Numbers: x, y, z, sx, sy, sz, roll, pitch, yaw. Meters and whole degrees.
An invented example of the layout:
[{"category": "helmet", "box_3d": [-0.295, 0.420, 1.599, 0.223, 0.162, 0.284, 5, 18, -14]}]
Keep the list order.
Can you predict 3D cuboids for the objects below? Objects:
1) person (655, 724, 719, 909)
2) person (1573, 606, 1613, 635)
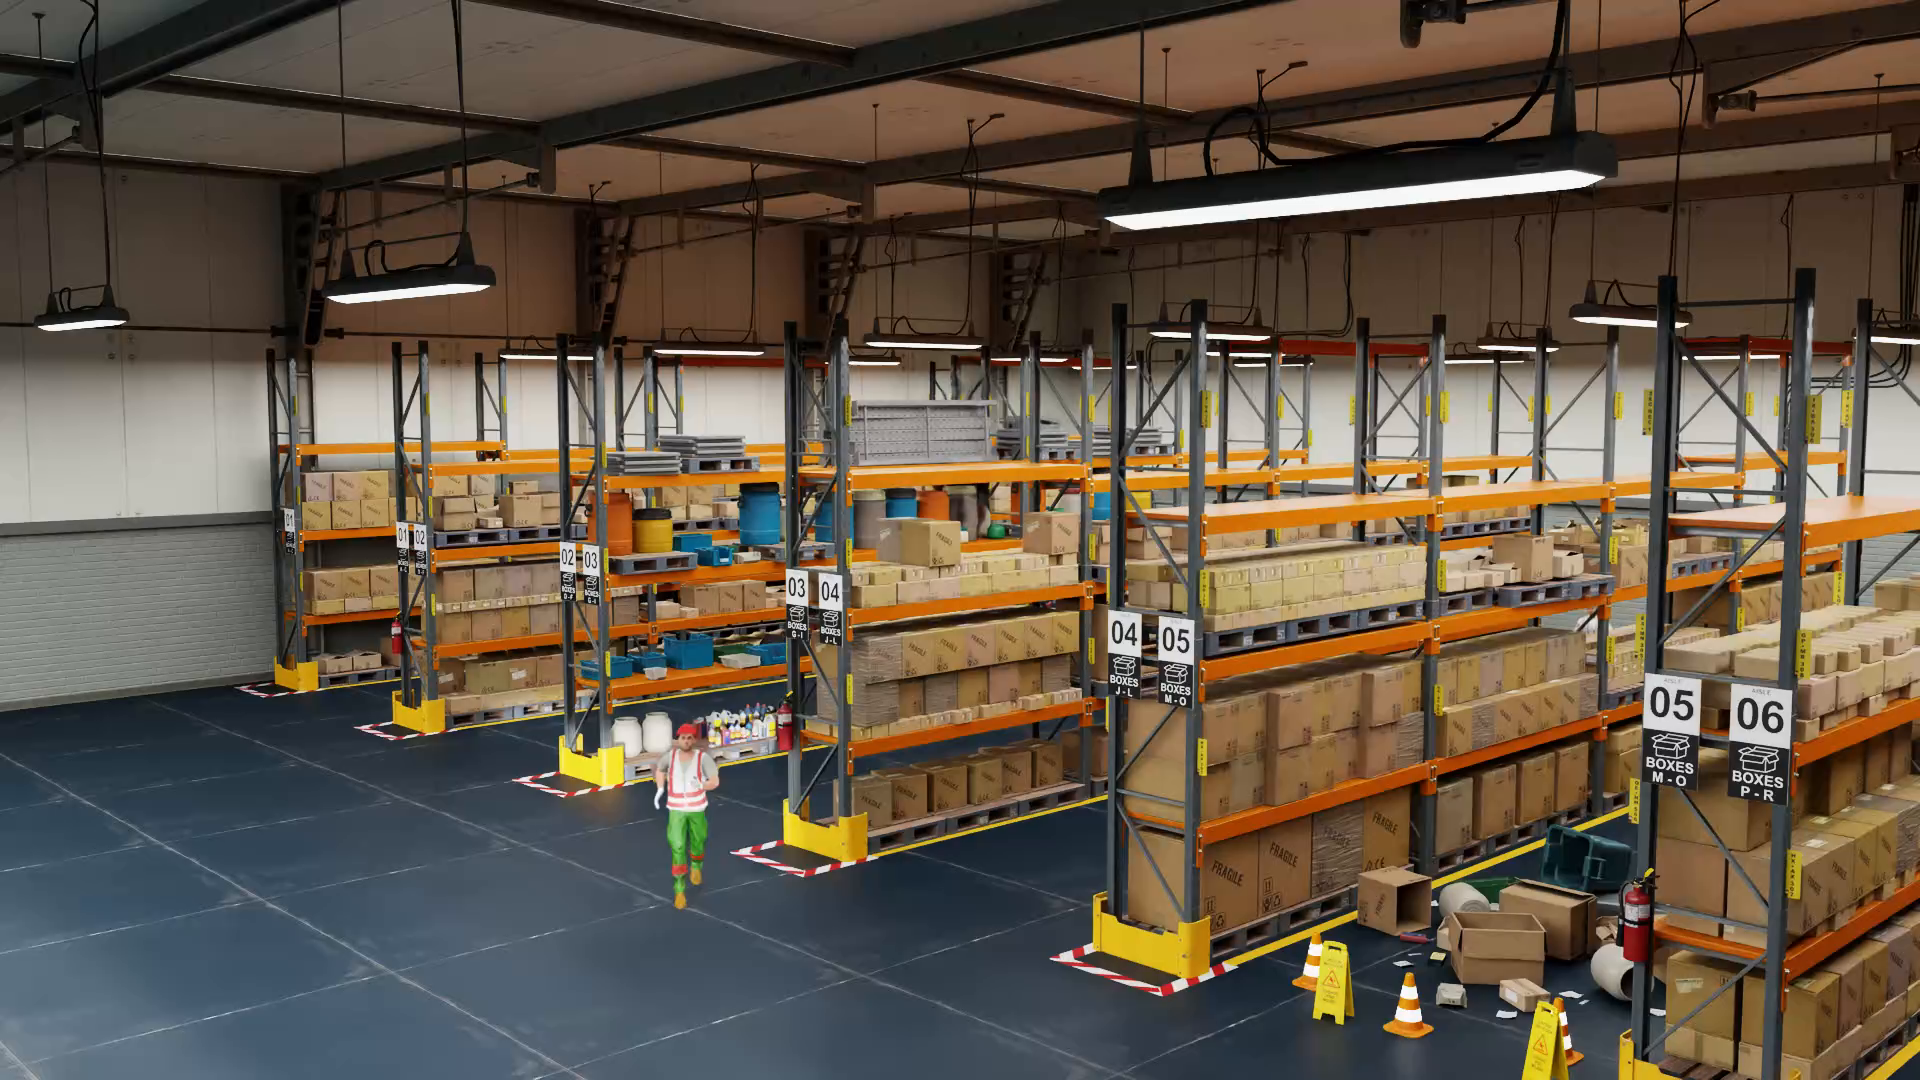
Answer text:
[{"category": "person", "box_3d": [-2.796, 2.766, 17.043, 0.659, 1.783, 0.987, -1, 5, -8]}, {"category": "person", "box_3d": [11.009, 1.867, 28.852, 0.671, 1.642, 0.450, 1, 5, 12]}]
